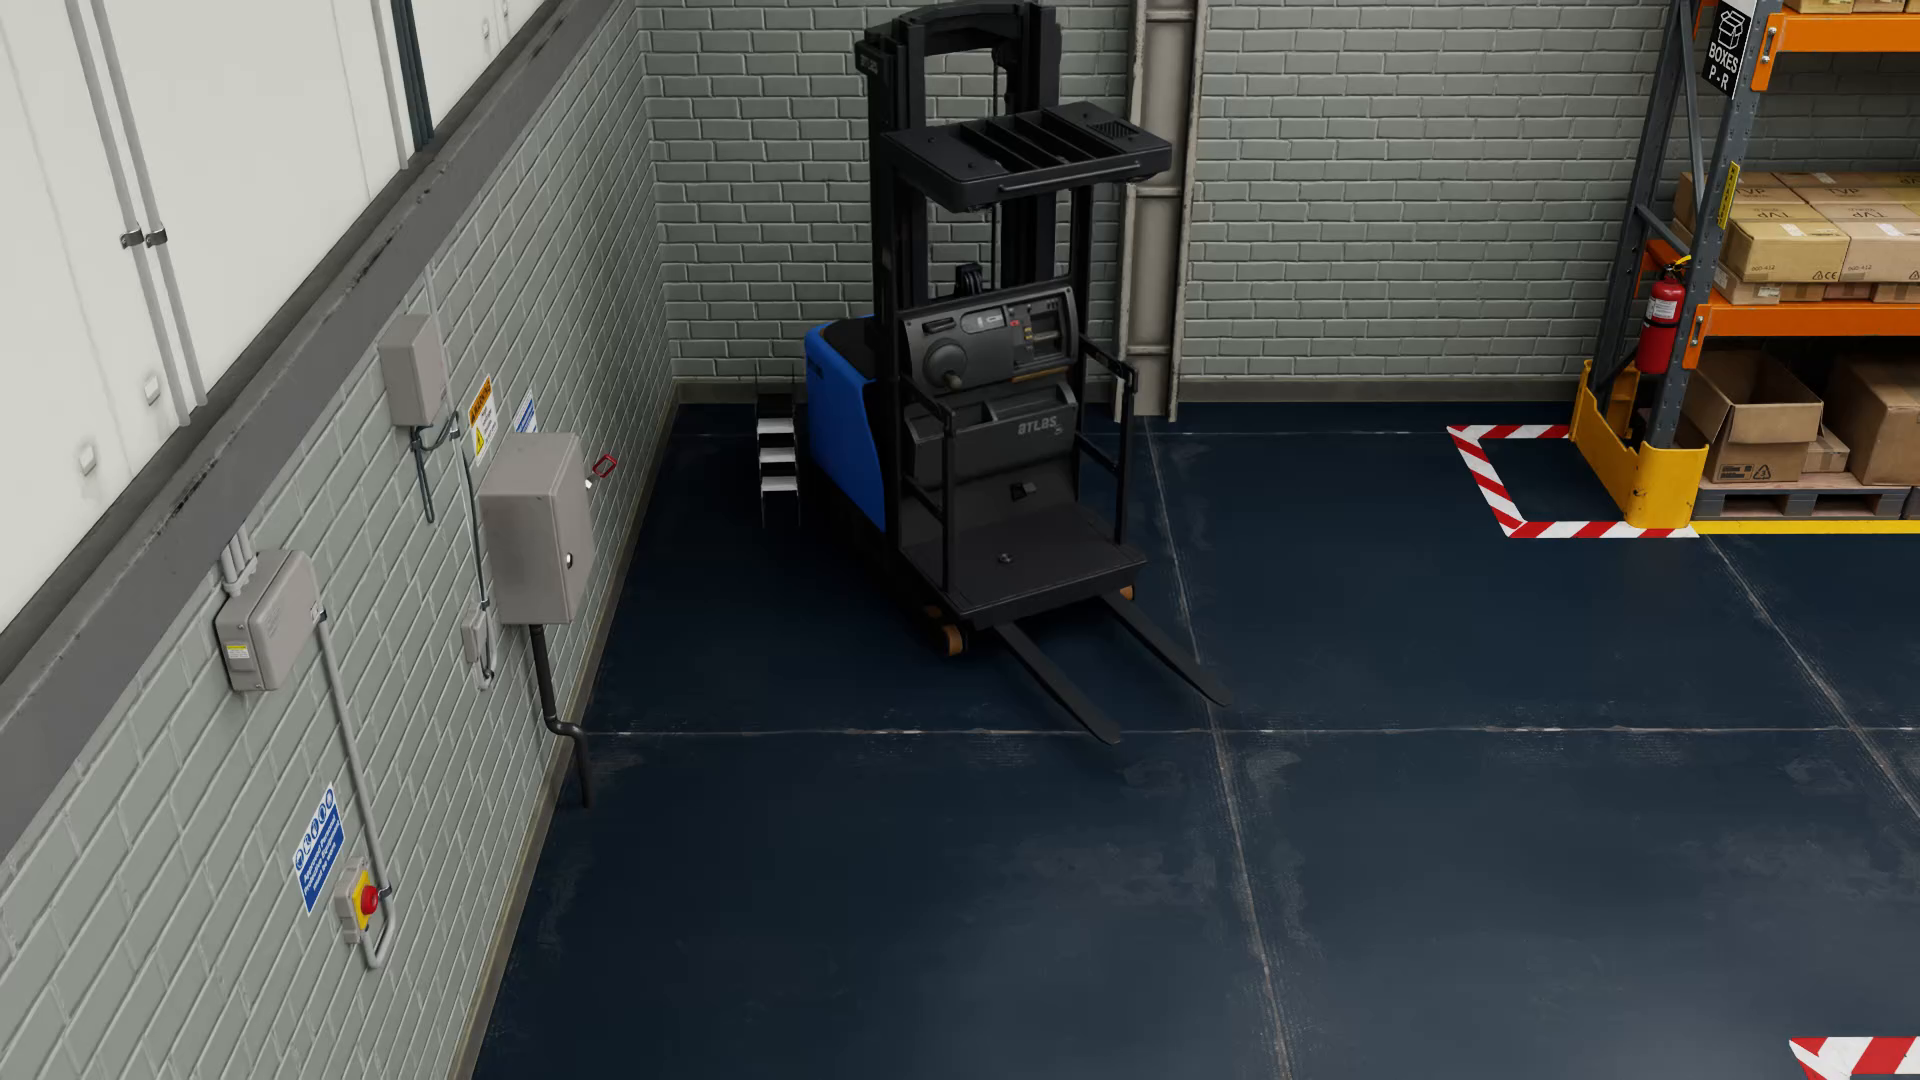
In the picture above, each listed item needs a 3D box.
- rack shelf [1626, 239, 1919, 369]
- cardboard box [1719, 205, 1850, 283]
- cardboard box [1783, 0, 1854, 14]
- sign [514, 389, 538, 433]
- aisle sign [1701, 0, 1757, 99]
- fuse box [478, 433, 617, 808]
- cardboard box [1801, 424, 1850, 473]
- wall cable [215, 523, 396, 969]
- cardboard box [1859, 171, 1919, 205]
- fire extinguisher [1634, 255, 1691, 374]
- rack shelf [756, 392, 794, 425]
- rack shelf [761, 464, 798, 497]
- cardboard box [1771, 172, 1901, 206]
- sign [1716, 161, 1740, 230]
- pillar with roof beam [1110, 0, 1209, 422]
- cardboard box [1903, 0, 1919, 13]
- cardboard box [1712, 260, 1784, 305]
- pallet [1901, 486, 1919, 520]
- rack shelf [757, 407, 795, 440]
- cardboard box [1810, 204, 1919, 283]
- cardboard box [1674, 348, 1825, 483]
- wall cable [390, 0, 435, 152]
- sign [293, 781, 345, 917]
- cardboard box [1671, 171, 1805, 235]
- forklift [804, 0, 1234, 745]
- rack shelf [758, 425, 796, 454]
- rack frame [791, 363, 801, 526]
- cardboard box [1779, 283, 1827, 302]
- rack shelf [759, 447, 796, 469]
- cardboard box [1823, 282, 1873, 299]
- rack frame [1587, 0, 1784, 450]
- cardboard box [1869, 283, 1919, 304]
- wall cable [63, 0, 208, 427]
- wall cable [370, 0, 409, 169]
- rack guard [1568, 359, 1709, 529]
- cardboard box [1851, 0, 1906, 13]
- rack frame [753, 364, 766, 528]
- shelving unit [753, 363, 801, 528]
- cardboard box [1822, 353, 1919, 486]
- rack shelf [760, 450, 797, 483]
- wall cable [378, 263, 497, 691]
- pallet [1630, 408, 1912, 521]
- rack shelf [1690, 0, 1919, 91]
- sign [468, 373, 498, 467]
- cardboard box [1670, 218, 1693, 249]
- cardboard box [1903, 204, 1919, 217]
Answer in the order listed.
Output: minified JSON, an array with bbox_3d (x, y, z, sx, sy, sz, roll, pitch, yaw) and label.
[{"bbox_3d":[5.868,-1.347,9.272,4.000,0.370,1.077,0,31,0],"label":"rack shelf"},{"bbox_3d":[4.323,-1.573,8.809,0.500,0.250,0.500,0,31,0],"label":"cardboard box"},{"bbox_3d":[4.188,-2.704,8.165,0.250,0.149,0.380,0,31,1],"label":"cardboard box"},{"bbox_3d":[-1.814,-0.349,7.025,0.001,0.494,0.329,0,31,0],"label":"sign"},{"bbox_3d":[3.801,-2.607,8.150,0.004,0.787,0.394,0,31,0],"label":"aisle sign"},{"bbox_3d":[-1.604,0.417,6.914,0.414,1.711,0.539,0,31,0],"label":"fuse box"},{"bbox_3d":[4.905,-0.543,9.597,0.250,0.149,0.380,-1,31,-2],"label":"cardboard box"},{"bbox_3d":[-1.737,0.508,4.511,0.123,1.953,0.585,0,31,0],"label":"wall cable"},{"bbox_3d":[5.337,-1.851,9.267,0.500,0.250,0.500,1,31,1],"label":"cardboard box"},{"bbox_3d":[3.723,-1.216,8.796,0.183,0.674,0.296,0,31,0],"label":"fire extinguisher"},{"bbox_3d":[-1.011,-0.722,9.117,0.200,0.077,0.258,-2,31,-3],"label":"rack shelf"},{"bbox_3d":[-1.011,-0.338,9.350,0.200,0.077,0.258,-2,31,-3],"label":"rack shelf"},{"bbox_3d":[4.842,-1.852,9.268,0.500,0.250,0.500,0,31,0],"label":"cardboard box"},{"bbox_3d":[3.871,-1.737,8.387,0.005,0.325,0.100,0,31,0],"label":"sign"},{"bbox_3d":[1.192,-2.439,4.595,0.400,9.000,9.100,0,31,0],"label":"pillar with roof beam"},{"bbox_3d":[4.707,-2.710,8.176,0.250,0.149,0.380,0,31,0],"label":"cardboard box"},{"bbox_3d":[4.198,-1.400,8.908,0.250,0.149,0.380,0,31,-1],"label":"cardboard box"},{"bbox_3d":[5.958,-0.462,9.808,1.213,0.211,1.003,0,31,0],"label":"pallet"},{"bbox_3d":[-1.011,-0.645,9.163,0.200,0.077,0.258,-2,31,-3],"label":"rack shelf"},{"bbox_3d":[4.827,-1.575,8.812,0.500,0.250,0.500,0,31,0],"label":"cardboard box"},{"bbox_3d":[4.480,-0.714,9.536,0.637,0.503,0.797,-1,31,-2],"label":"cardboard box"},{"bbox_3d":[-1.766,-3.326,6.021,0.133,3.039,2.988,0,31,0],"label":"wall cable"},{"bbox_3d":[-1.798,0.866,4.671,0.001,0.218,0.327,0,31,0],"label":"sign"},{"bbox_3d":[4.326,-1.851,9.266,0.500,0.250,0.500,1,31,1],"label":"cardboard box"},{"bbox_3d":[0.260,-0.936,7.967,1.130,2.935,3.031,-15,34,-23],"label":"forklift"},{"bbox_3d":[-1.011,-0.568,9.210,0.200,0.077,0.258,-2,31,-3],"label":"rack shelf"},{"bbox_3d":[-0.910,-0.523,9.245,0.006,0.900,0.240,-2,31,-3],"label":"rack frame"},{"bbox_3d":[4.452,-1.425,8.949,0.250,0.149,0.380,1,31,1],"label":"cardboard box"},{"bbox_3d":[-1.011,-0.491,9.257,0.200,0.077,0.258,-2,31,-3],"label":"rack shelf"},{"bbox_3d":[4.715,-1.444,8.980,0.250,0.149,0.380,-1,31,-1],"label":"cardboard box"},{"bbox_3d":[3.868,-1.649,9.075,0.127,3.000,1.000,0,31,0],"label":"rack frame"},{"bbox_3d":[4.968,-1.413,8.929,0.250,0.149,0.380,1,31,1],"label":"cardboard box"},{"bbox_3d":[-1.785,-1.475,3.005,0.029,3.000,0.463,0,31,0],"label":"wall cable"},{"bbox_3d":[-1.787,-1.865,3.648,0.029,3.000,2.355,0,31,0],"label":"wall cable"},{"bbox_3d":[3.944,-0.580,9.724,0.348,0.500,1.175,0,31,0],"label":"rack guard"},{"bbox_3d":[4.450,-2.718,8.189,0.250,0.149,0.380,0,31,1],"label":"cardboard box"},{"bbox_3d":[-1.113,-0.517,9.234,0.006,0.900,0.240,-2,31,-3],"label":"rack frame"},{"bbox_3d":[-1.011,-0.520,9.240,0.210,0.900,0.258,-2,31,-3],"label":"shelving unit"},{"bbox_3d":[5.335,-0.695,9.508,0.500,0.500,0.700,1,31,2],"label":"cardboard box"},{"bbox_3d":[-1.011,-0.415,9.303,0.200,0.077,0.258,-2,31,-3],"label":"rack shelf"},{"bbox_3d":[-1.757,-0.214,5.732,0.122,1.984,0.588,0,31,0],"label":"wall cable"},{"bbox_3d":[4.741,-0.459,9.804,1.213,0.211,1.003,0,31,0],"label":"pallet"},{"bbox_3d":[5.868,-2.630,8.494,4.000,0.370,1.077,0,31,0],"label":"rack shelf"},{"bbox_3d":[-1.811,-0.458,6.317,0.001,0.242,0.339,0,31,0],"label":"sign"},{"bbox_3d":[4.198,-1.681,9.372,0.250,0.149,0.380,-1,31,-1],"label":"cardboard box"},{"bbox_3d":[5.334,-1.578,8.817,0.500,0.250,0.500,-1,31,-1],"label":"cardboard box"}]
